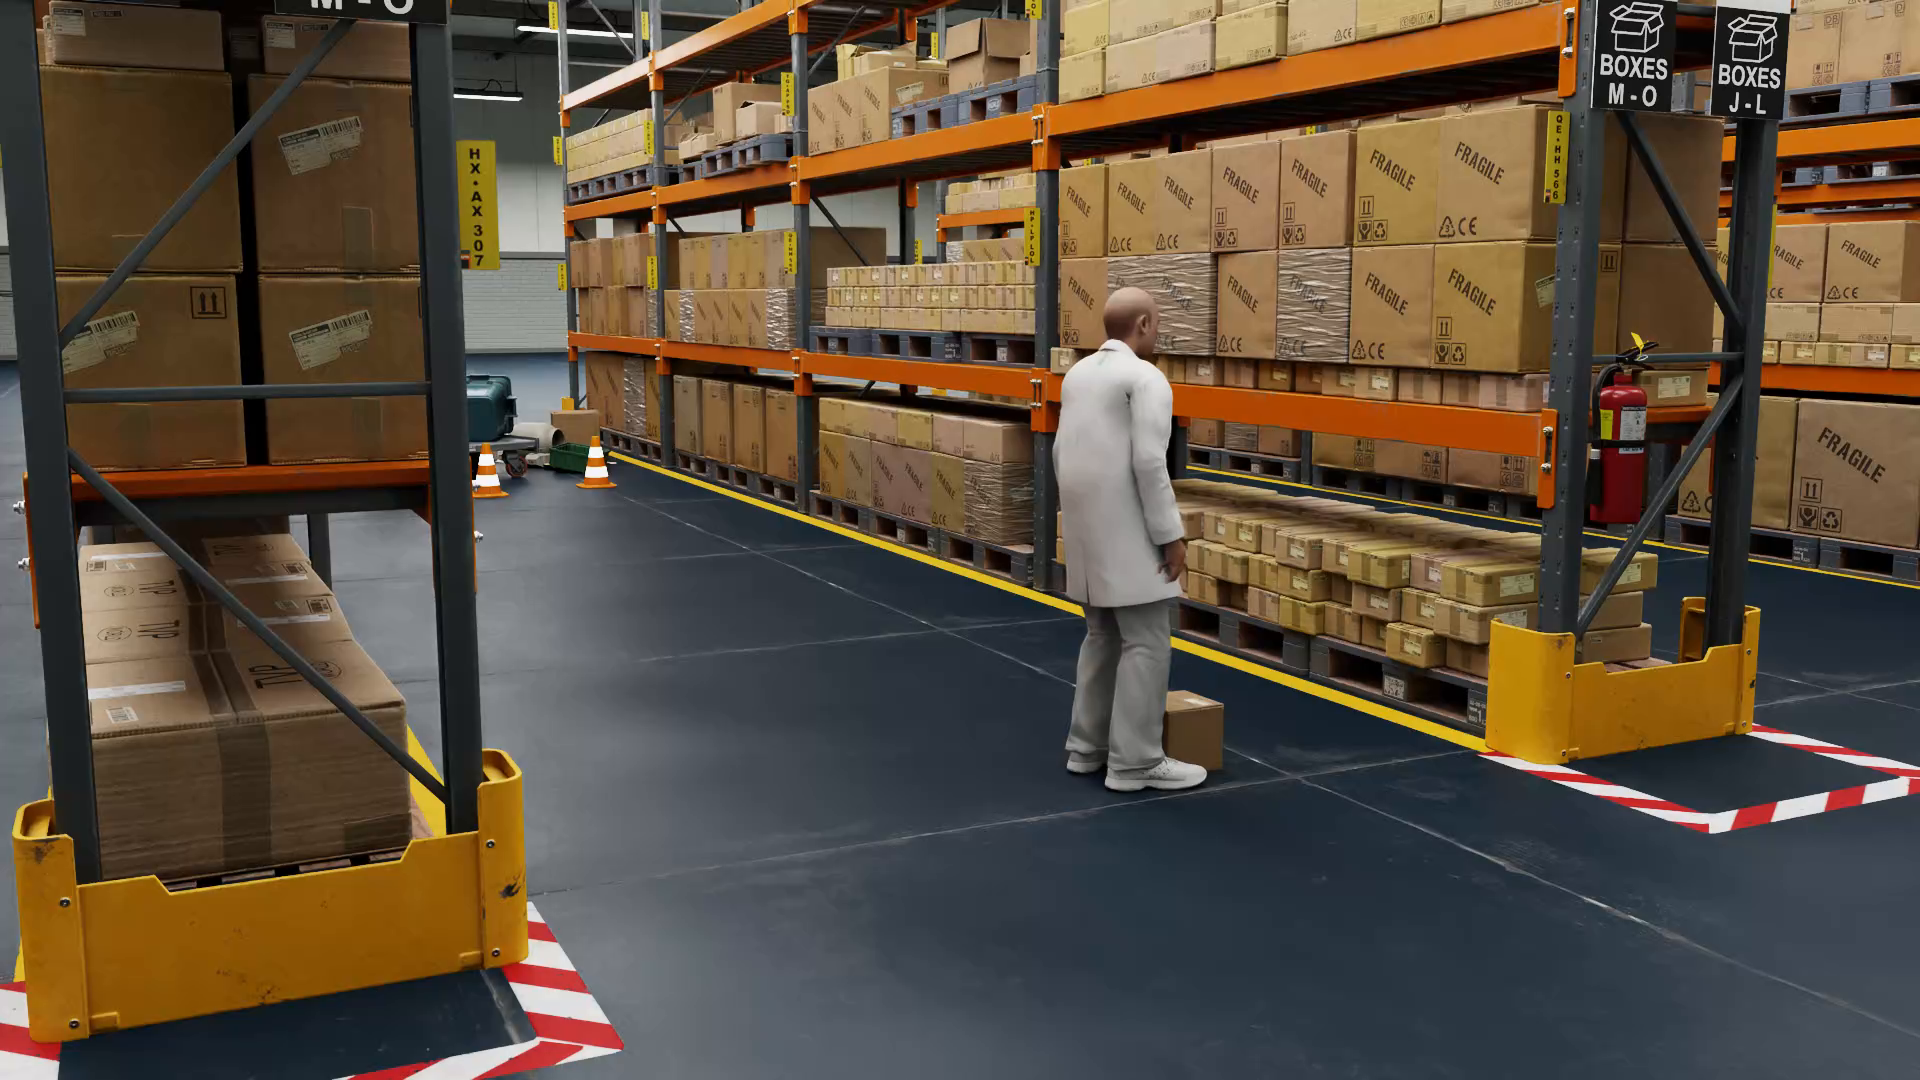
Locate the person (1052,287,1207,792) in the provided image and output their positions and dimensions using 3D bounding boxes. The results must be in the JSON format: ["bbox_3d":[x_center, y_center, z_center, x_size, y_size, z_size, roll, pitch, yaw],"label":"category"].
[{"bbox_3d":[3.088,-1.197,14.052,12.853,1.773,12.280,-5,10,-29],"label":"person"}]
